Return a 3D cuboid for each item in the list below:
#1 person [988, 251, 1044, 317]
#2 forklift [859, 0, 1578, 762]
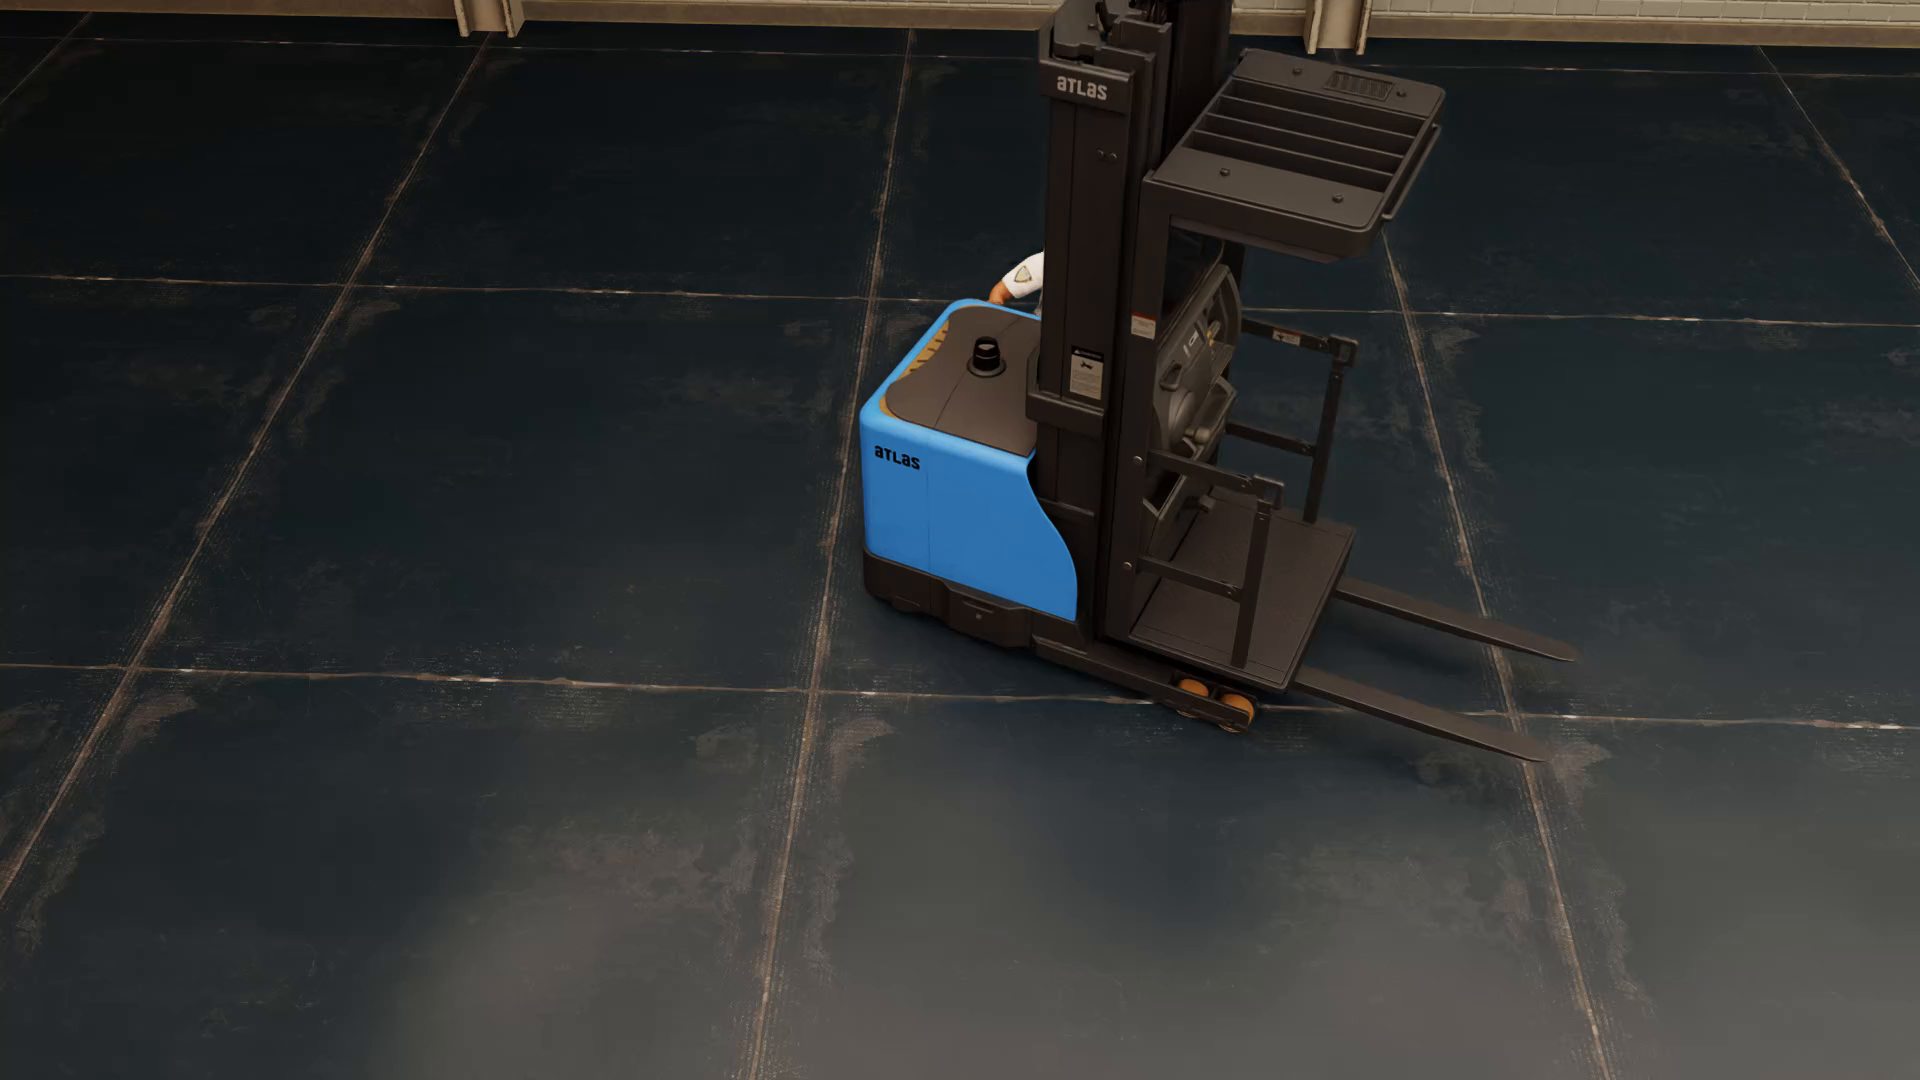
[{"bbox_3d":[0.553,-0.767,7.706,0.816,1.442,0.831,-7,43,-7],"label":"person"},{"bbox_3d":[1.118,-0.681,6.489,3.031,2.935,1.130,18,45,19],"label":"forklift"}]
